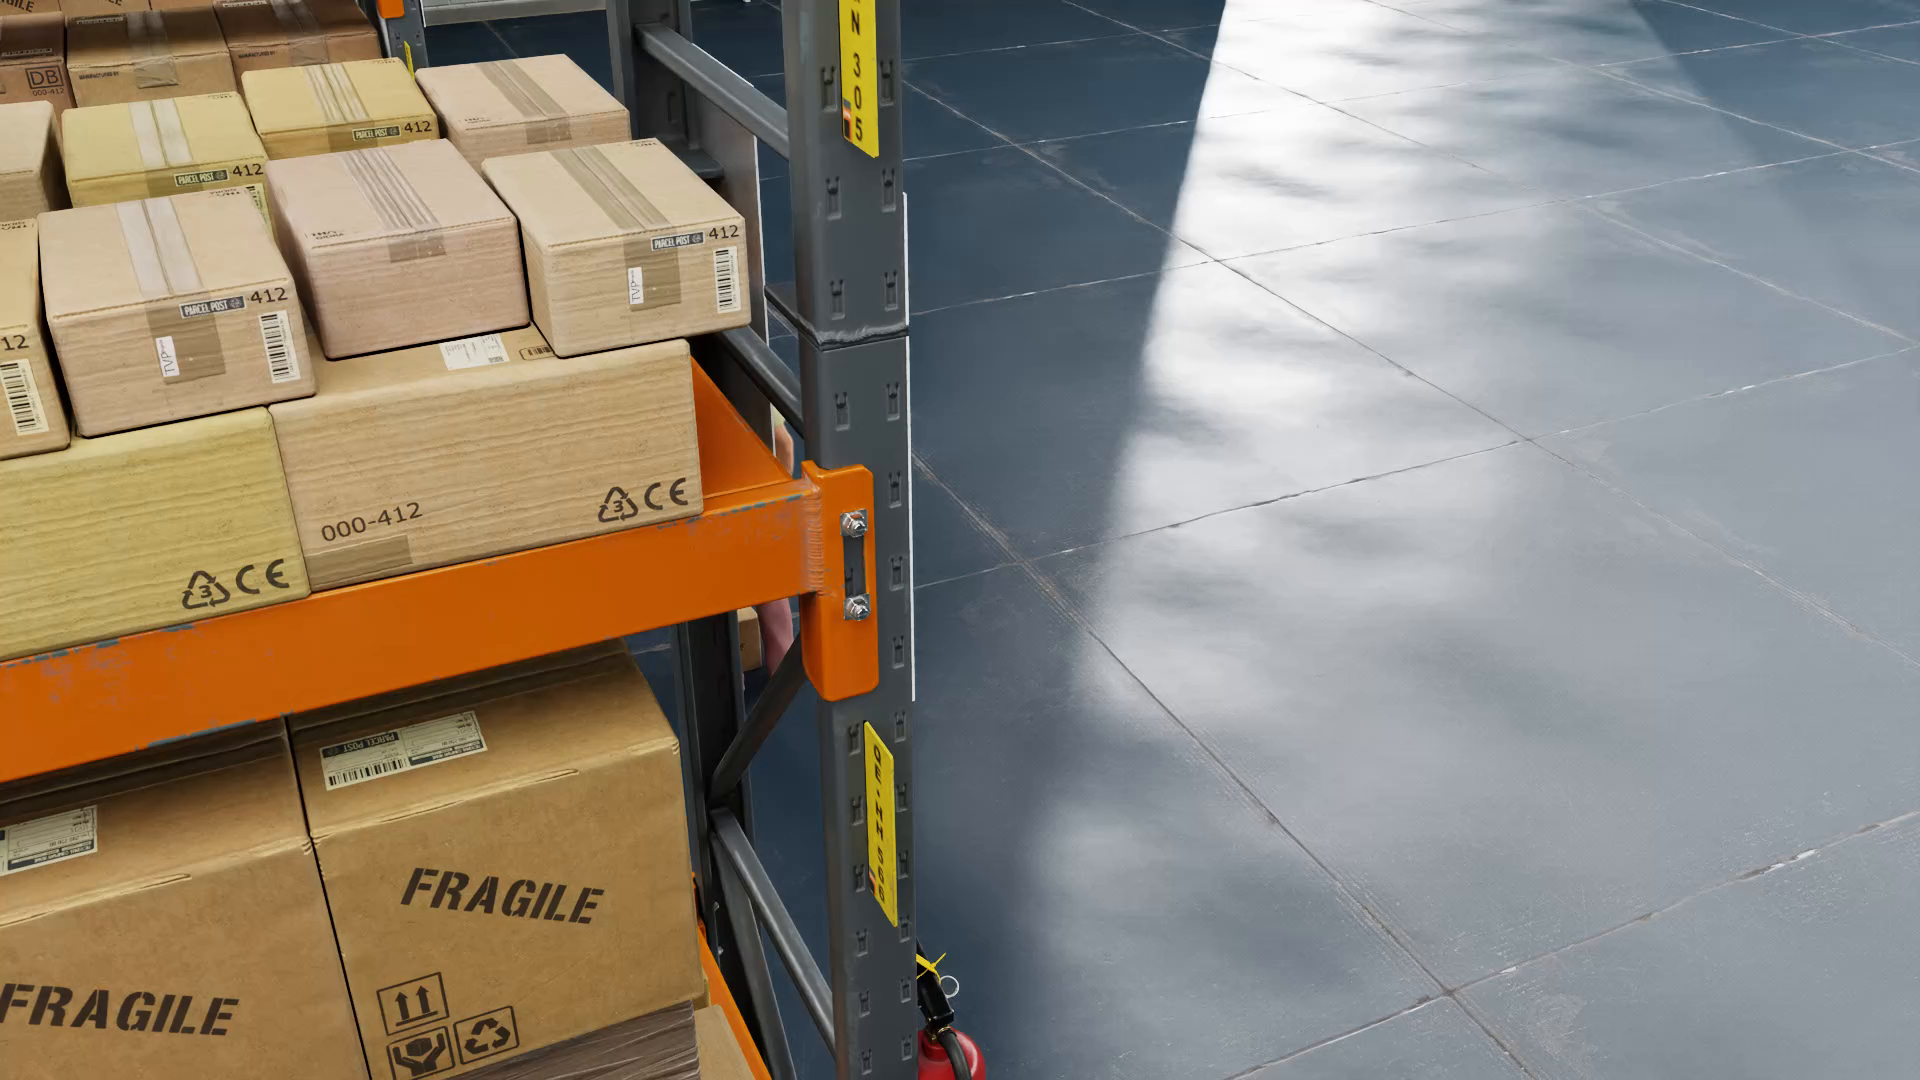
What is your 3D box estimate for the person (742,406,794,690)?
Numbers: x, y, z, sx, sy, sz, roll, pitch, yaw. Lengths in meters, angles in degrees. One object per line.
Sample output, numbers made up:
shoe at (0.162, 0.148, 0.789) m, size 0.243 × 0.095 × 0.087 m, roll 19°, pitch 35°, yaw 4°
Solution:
person at (-0.876, -0.118, 6.337) m, size 0.504 × 1.672 × 0.353 m, roll -14°, pitch 32°, yaw -23°
